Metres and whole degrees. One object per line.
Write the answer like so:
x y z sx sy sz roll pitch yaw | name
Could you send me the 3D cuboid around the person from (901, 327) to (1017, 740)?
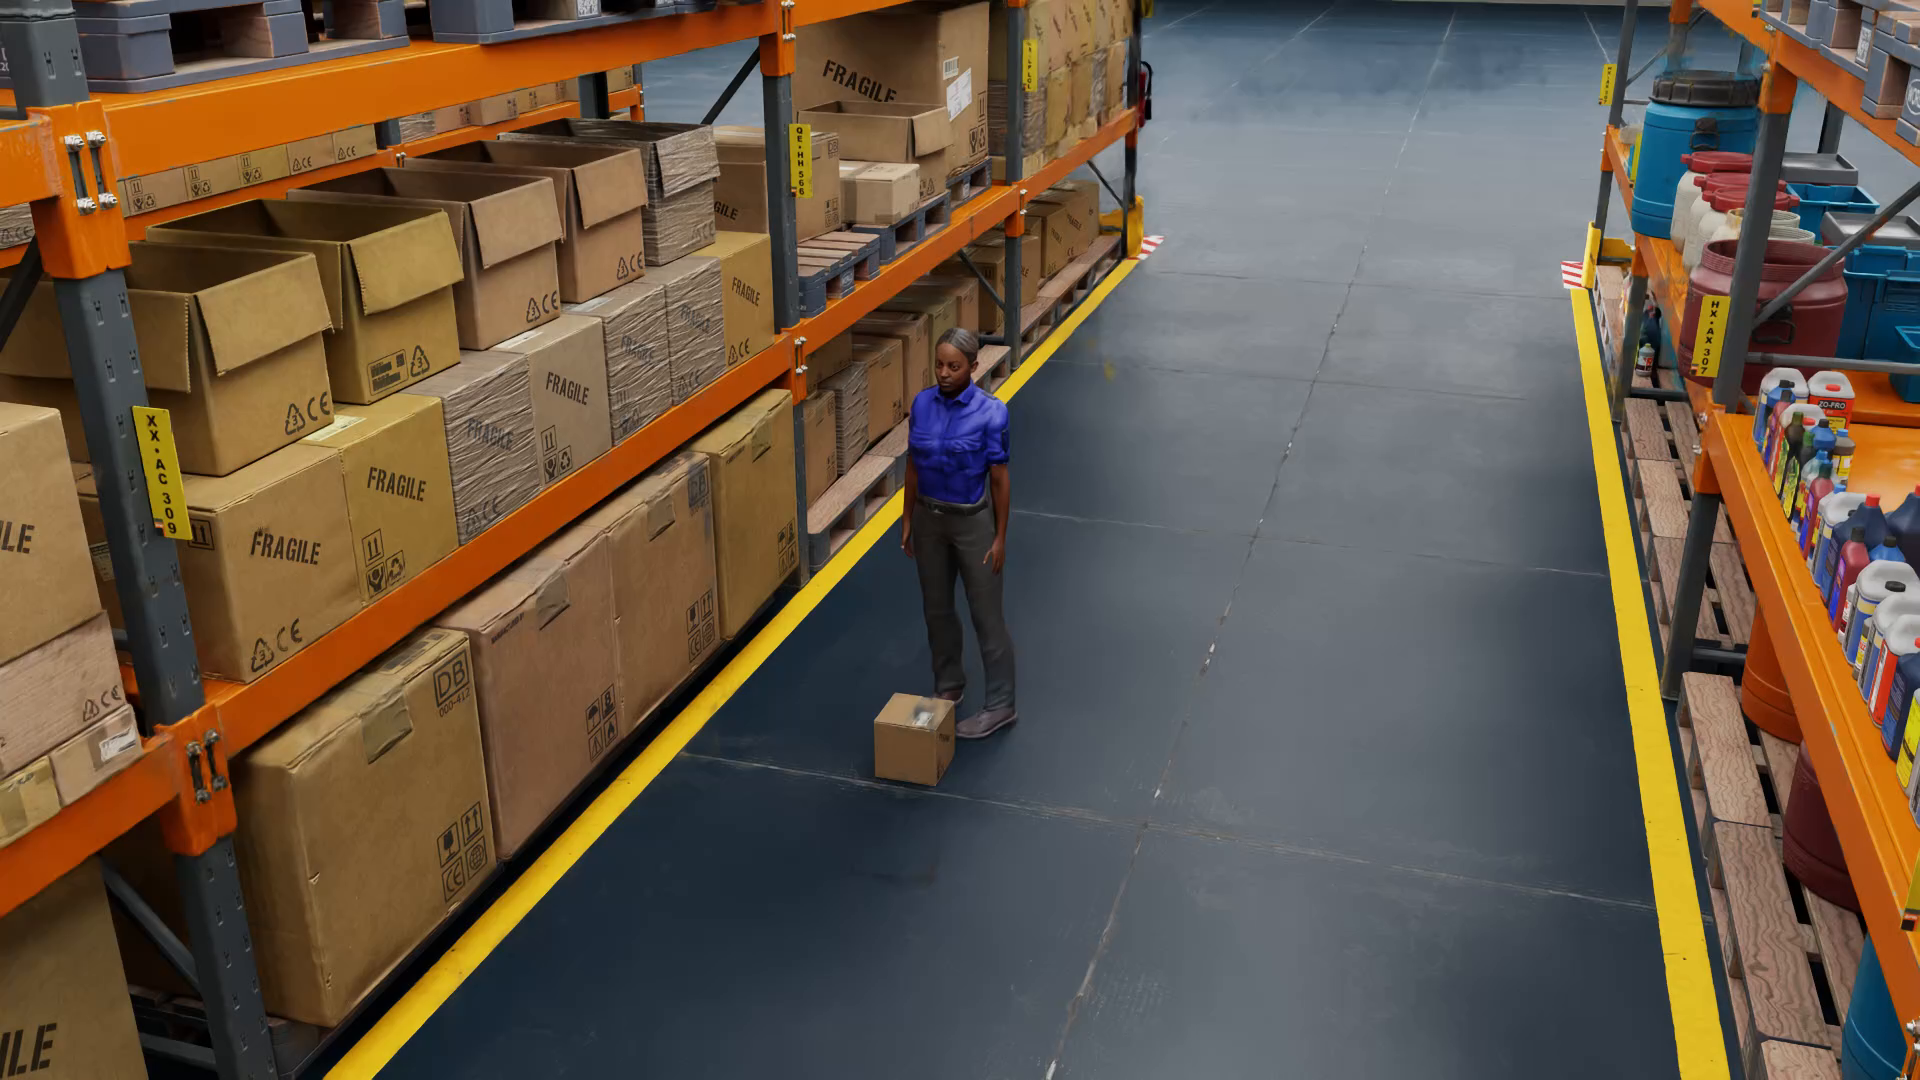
-0.015 -0.031 6.661 0.514 1.667 0.348 11 25 25 | person
